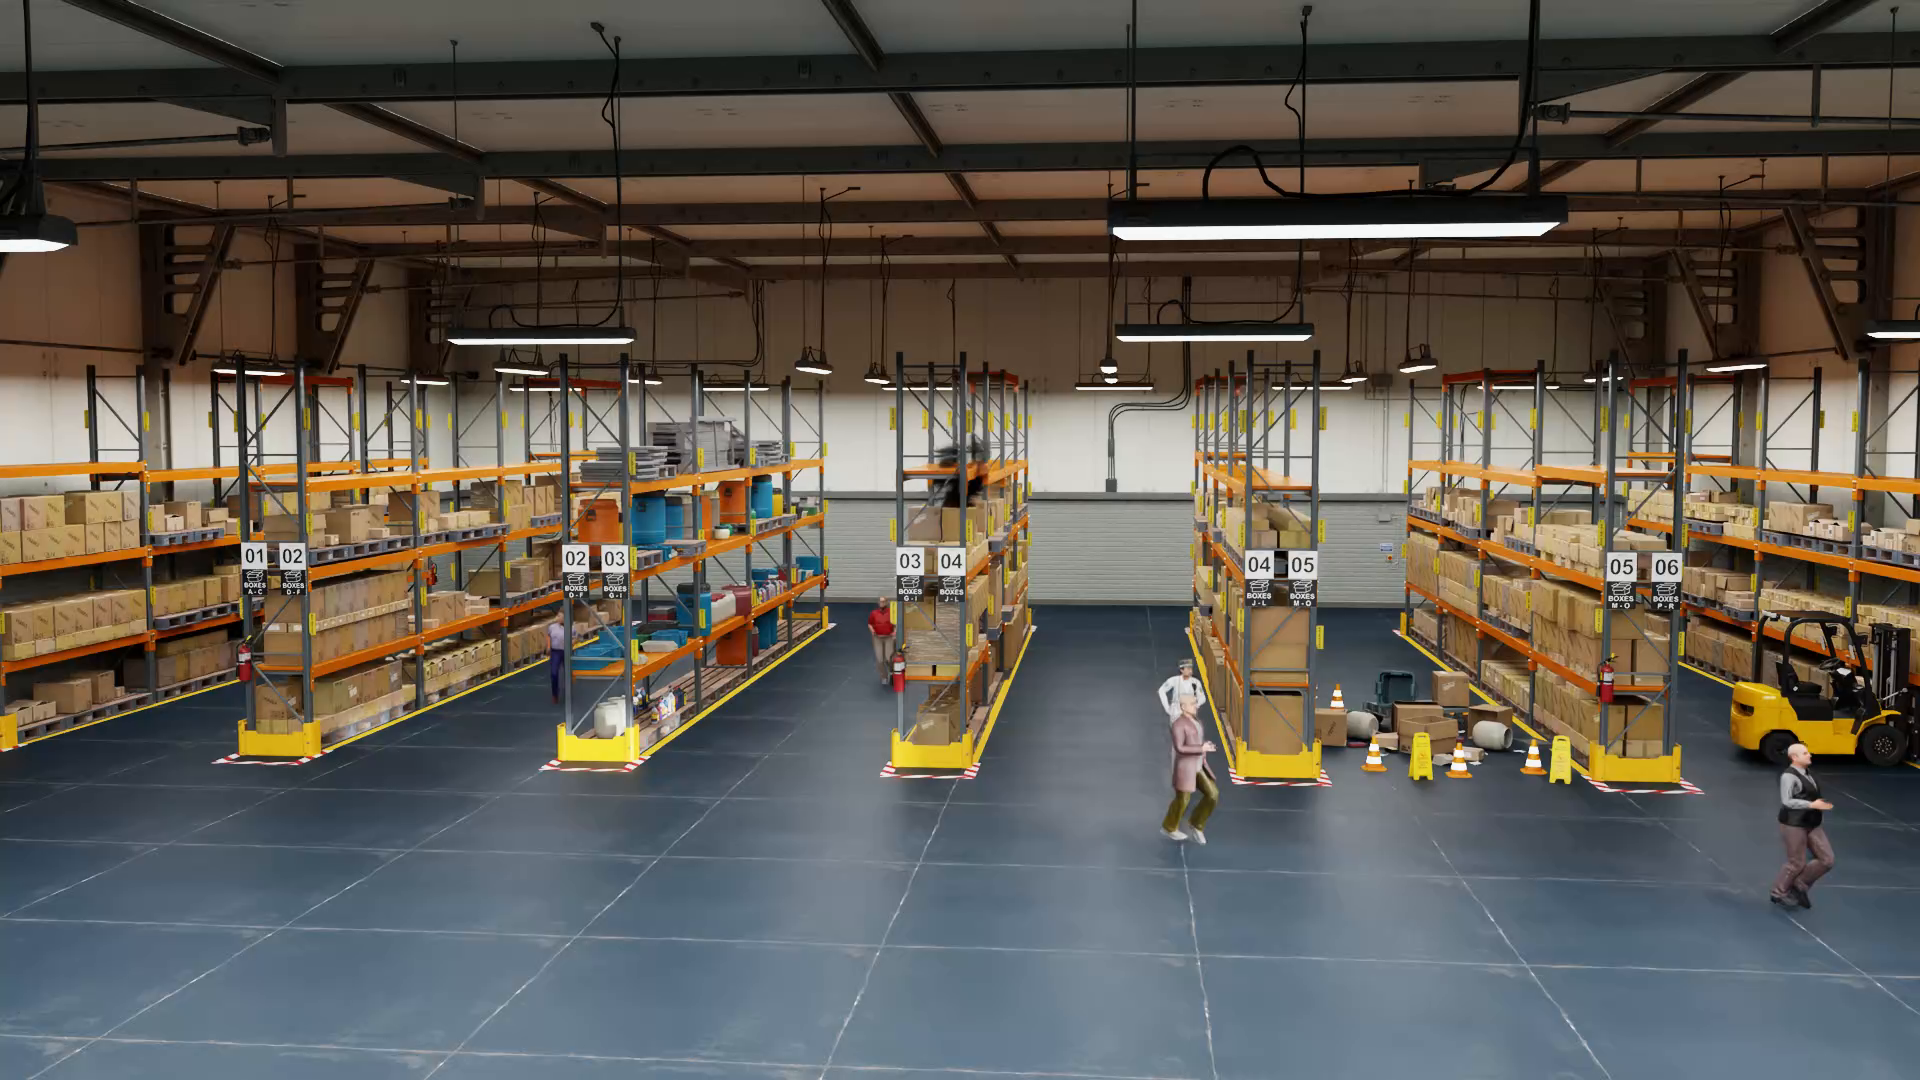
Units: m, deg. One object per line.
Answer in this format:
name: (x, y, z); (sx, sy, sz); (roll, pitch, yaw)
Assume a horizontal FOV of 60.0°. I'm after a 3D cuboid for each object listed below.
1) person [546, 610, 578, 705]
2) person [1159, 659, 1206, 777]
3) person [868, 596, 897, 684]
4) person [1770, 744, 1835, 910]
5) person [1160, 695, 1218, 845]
person: (-7.080, 2.092, 29.553); (0.574, 1.693, 0.703); (-1, 4, -10)
person: (3.141, 2.508, 23.329); (0.608, 1.718, 0.846); (-1, 4, -9)
person: (-1.446, 1.912, 31.558); (0.638, 1.681, 0.586); (0, 4, 6)
person: (8.642, 2.946, 16.995); (0.641, 1.721, 0.651); (-3, 5, -35)
person: (2.729, 2.725, 19.656); (0.781, 1.807, 0.674); (4, 6, 44)
